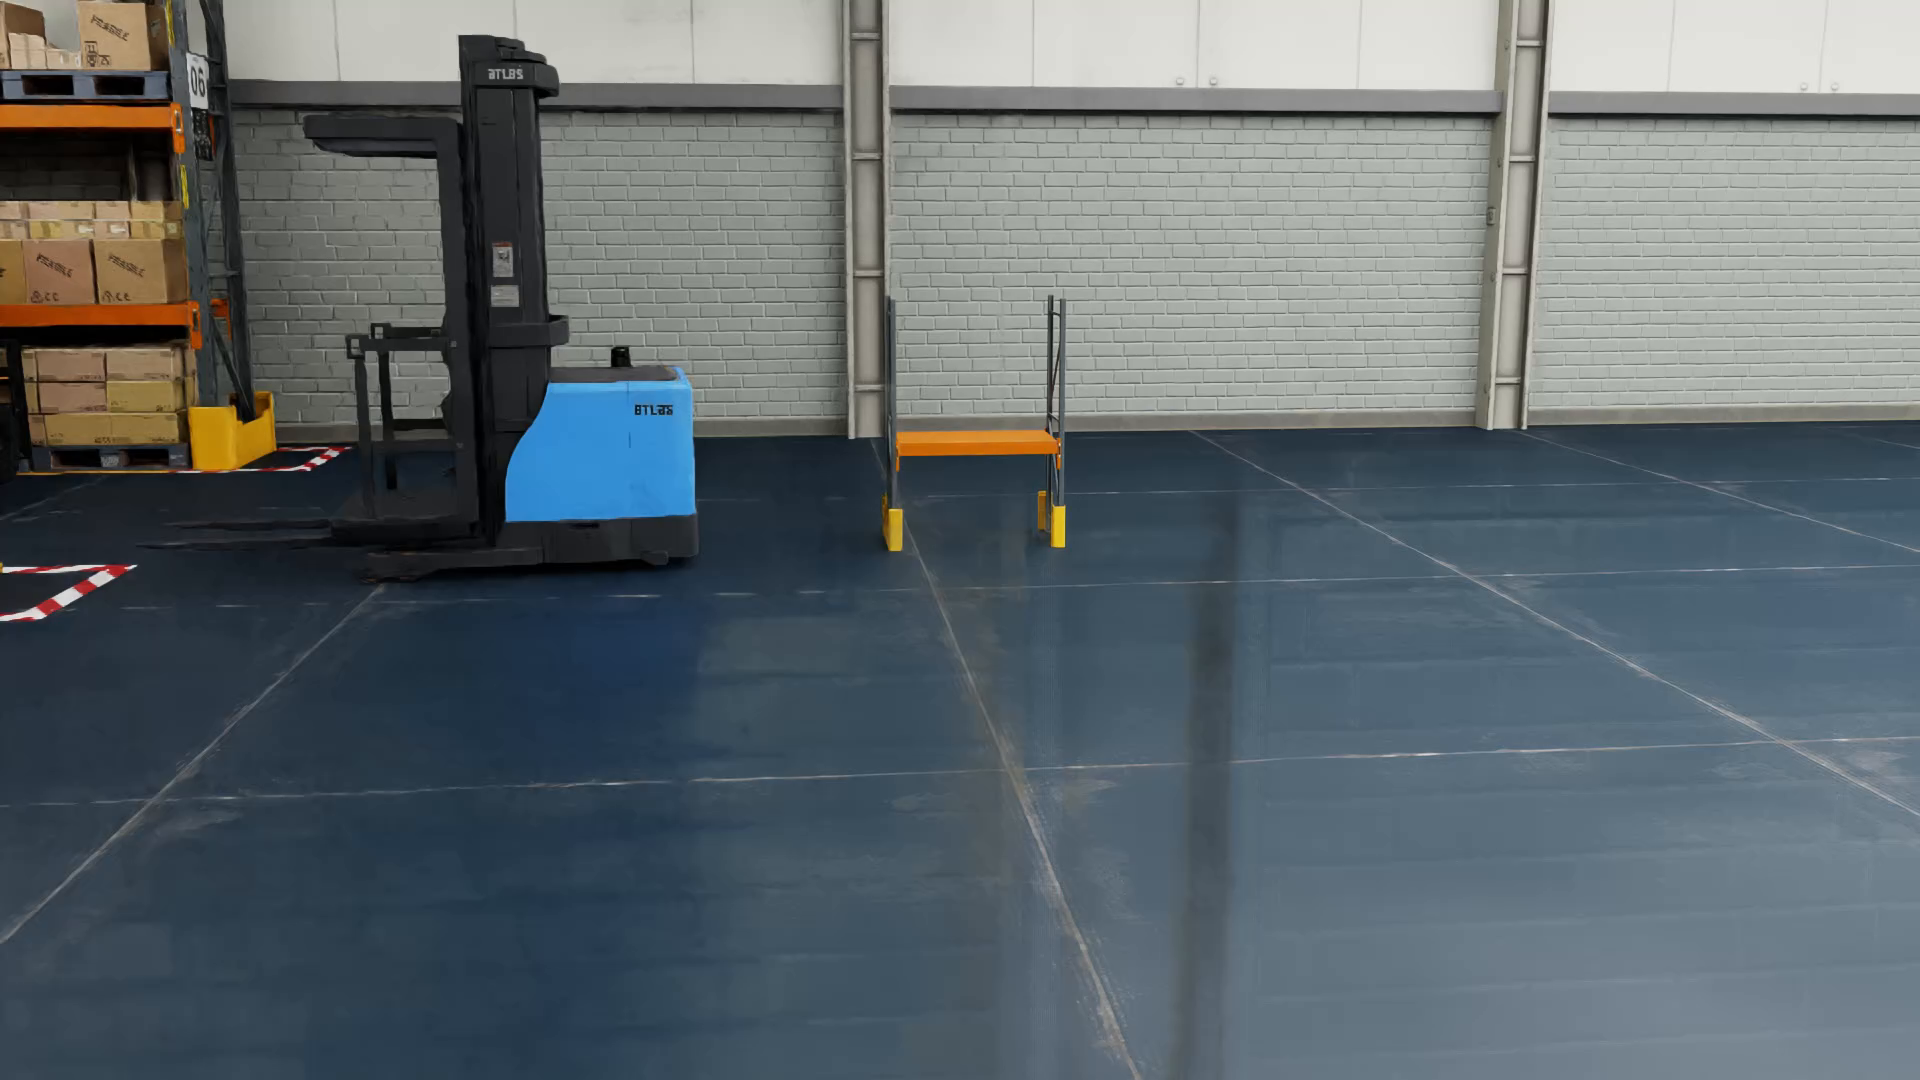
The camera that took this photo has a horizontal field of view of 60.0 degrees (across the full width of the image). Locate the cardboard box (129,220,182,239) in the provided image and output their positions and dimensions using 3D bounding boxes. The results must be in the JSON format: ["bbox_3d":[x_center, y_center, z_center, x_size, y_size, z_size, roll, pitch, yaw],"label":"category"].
[{"bbox_3d":[-6.317,-2.440,13.065,0.250,0.149,0.380,-1,11,-5],"label":"cardboard box"}]

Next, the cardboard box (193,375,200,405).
[{"bbox_3d":[-6.493,-1.266,13.776,0.500,0.250,0.500,-1,11,-5],"label":"cardboard box"}]

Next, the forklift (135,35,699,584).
[{"bbox_3d":[-3.076,-1.310,9.432,3.031,2.935,1.130,-2,11,-12],"label":"forklift"}]

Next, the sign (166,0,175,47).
[{"bbox_3d":[-5.958,-3.897,12.549,0.005,0.325,0.100,-1,11,-6],"label":"sign"}]

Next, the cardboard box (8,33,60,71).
[{"bbox_3d":[-7.046,-3.714,12.710,0.258,0.266,0.396,-1,11,-6],"label":"cardboard box"}]

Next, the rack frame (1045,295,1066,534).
[{"bbox_3d":[0.590,-0.748,10.286,0.032,1.500,0.500,-1,11,-6],"label":"rack frame"}]

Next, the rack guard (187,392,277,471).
[{"bbox_3d":[-5.979,-0.908,13.691,0.348,0.500,1.175,-1,11,-6],"label":"rack guard"}]

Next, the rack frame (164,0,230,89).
[{"bbox_3d":[-6.003,-5.078,12.868,0.127,3.000,1.000,-1,11,-6],"label":"rack frame"}]

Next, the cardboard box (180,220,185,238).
[{"bbox_3d":[-6.368,-2.544,13.592,0.250,0.149,0.380,-1,11,-8],"label":"cardboard box"}]

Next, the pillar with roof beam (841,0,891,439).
[{"bbox_3d":[-0.363,-4.535,10.110,0.400,9.000,9.100,-1,11,-6],"label":"pillar with roof beam"}]

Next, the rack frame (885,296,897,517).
[{"bbox_3d":[-0.421,-0.727,10.179,0.032,1.500,0.500,-1,11,-6],"label":"rack frame"}]

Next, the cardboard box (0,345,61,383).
[{"bbox_3d":[-7.435,-1.388,13.099,0.500,0.250,0.500,-1,11,-5],"label":"cardboard box"}]

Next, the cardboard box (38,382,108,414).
[{"bbox_3d":[-6.953,-1.158,13.224,0.500,0.250,0.500,-1,11,-7],"label":"cardboard box"}]

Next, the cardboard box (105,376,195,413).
[{"bbox_3d":[-6.453,-1.166,13.267,0.500,0.250,0.500,-1,11,-7],"label":"cardboard box"}]

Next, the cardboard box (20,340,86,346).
[{"bbox_3d":[-7.496,-1.488,13.610,0.500,0.250,0.500,-1,11,-6],"label":"cardboard box"}]

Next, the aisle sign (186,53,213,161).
[{"bbox_3d":[-5.906,-3.355,12.917,0.004,0.787,0.394,-1,11,-6],"label":"aisle sign"}]

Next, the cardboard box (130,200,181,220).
[{"bbox_3d":[-6.336,-2.599,13.103,0.250,0.149,0.380,-1,11,-6],"label":"cardboard box"}]

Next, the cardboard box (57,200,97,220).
[{"bbox_3d":[-6.835,-2.578,12.992,0.250,0.149,0.380,-1,11,-5],"label":"cardboard box"}]

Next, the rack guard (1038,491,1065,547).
[{"bbox_3d":[0.571,-0.135,10.405,0.087,0.250,0.587,-1,11,-6],"label":"rack guard"}]

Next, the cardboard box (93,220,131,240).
[{"bbox_3d":[-6.568,-2.429,13.009,0.250,0.149,0.380,-1,11,-5],"label":"cardboard box"}]

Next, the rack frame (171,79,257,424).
[{"bbox_3d":[-6.003,-2.134,13.447,0.127,3.000,1.000,-1,11,-6],"label":"rack frame"}]

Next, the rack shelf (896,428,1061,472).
[{"bbox_3d":[0.085,-0.561,10.267,1.000,0.185,0.538,-1,11,-6],"label":"rack shelf"}]

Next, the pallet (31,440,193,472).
[{"bbox_3d":[-6.759,-0.742,13.594,1.213,0.211,1.003,-1,11,-6],"label":"pallet"}]

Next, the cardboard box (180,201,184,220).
[{"bbox_3d":[-6.360,-2.681,13.519,0.250,0.149,0.380,-1,11,-7],"label":"cardboard box"}]

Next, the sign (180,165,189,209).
[{"bbox_3d":[-5.958,-2.714,12.782,0.005,0.325,0.100,-1,11,-6],"label":"sign"}]

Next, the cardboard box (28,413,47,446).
[{"bbox_3d":[-7.430,-0.903,13.226,0.500,0.250,0.500,-1,11,-5],"label":"cardboard box"}]

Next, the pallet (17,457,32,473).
[{"bbox_3d":[-7.969,-0.717,13.468,1.213,0.211,1.003,-1,11,-6],"label":"pallet"}]

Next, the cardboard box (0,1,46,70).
[{"bbox_3d":[-7.446,-3.852,12.802,0.500,0.500,0.700,-1,11,-6],"label":"cardboard box"}]

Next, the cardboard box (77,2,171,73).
[{"bbox_3d":[-6.417,-3.854,12.813,0.500,0.500,0.500,-1,11,-4],"label":"cardboard box"}]

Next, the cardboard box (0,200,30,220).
[{"bbox_3d":[-7.338,-2.560,12.902,0.250,0.149,0.380,-1,11,-5],"label":"cardboard box"}]

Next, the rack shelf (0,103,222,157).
[{"bbox_3d":[-7.991,-3.211,13.015,4.000,0.370,1.077,-1,11,-6],"label":"rack shelf"}]

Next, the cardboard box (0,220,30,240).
[{"bbox_3d":[-7.341,-2.418,12.951,0.250,0.149,0.380,-2,11,-8],"label":"cardboard box"}]

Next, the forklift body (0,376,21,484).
[{"bbox_3d":[-7.691,-1.328,11.548,1.214,2.155,2.313,-1,11,-6],"label":"forklift body"}]

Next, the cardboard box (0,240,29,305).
[{"bbox_3d":[-7.490,-2.103,13.028,0.500,0.500,0.500,-1,11,-7],"label":"cardboard box"}]

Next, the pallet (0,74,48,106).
[{"bbox_3d":[-7.924,-3.527,12.984,1.213,0.211,1.003,-1,11,-6],"label":"pallet"}]

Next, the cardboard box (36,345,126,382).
[{"bbox_3d":[-6.934,-1.400,13.162,0.500,0.250,0.500,-1,11,-5],"label":"cardboard box"}]

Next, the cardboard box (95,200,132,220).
[{"bbox_3d":[-6.578,-2.588,13.046,0.250,0.149,0.380,-1,11,-6],"label":"cardboard box"}]

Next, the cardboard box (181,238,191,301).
[{"bbox_3d":[-6.525,-2.226,13.656,0.500,0.500,0.500,-1,11,-4],"label":"cardboard box"}]

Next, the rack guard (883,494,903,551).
[{"bbox_3d":[-0.419,-0.114,10.299,0.087,0.250,0.587,-1,11,-6],"label":"rack guard"}]

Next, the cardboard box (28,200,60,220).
[{"bbox_3d":[-7.091,-2.587,13.038,0.250,0.149,0.380,-1,11,-6],"label":"cardboard box"}]

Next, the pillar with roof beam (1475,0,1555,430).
[{"bbox_3d":[5.602,-4.660,10.746,0.400,9.000,9.100,-1,11,-6],"label":"pillar with roof beam"}]

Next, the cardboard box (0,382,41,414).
[{"bbox_3d":[-7.464,-1.143,13.149,0.500,0.250,0.500,-1,11,-7],"label":"cardboard box"}]

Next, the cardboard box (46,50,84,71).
[{"bbox_3d":[-6.794,-3.662,12.748,0.250,0.149,0.380,-2,11,-8],"label":"cardboard box"}]

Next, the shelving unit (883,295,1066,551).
[{"bbox_3d":[0.076,-0.738,10.231,1.083,1.500,0.587,-1,11,-6],"label":"shelving unit"}]

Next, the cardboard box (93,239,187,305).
[{"bbox_3d":[-6.464,-2.122,13.129,0.500,0.500,0.500,-1,11,-7],"label":"cardboard box"}]

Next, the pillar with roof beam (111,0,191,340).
[{"bbox_3d":[-6.327,-4.410,9.474,0.400,9.000,9.100,-1,11,-6],"label":"pillar with roof beam"}]

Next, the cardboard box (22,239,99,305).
[{"bbox_3d":[-6.981,-2.113,13.083,0.500,0.500,0.500,-1,11,-4],"label":"cardboard box"}]

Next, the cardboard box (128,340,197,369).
[{"bbox_3d":[-6.501,-1.508,13.709,0.500,0.250,0.500,-1,11,-7],"label":"cardboard box"}]

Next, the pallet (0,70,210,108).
[{"bbox_3d":[-6.709,-3.553,13.117,1.213,0.211,1.003,-1,11,-6],"label":"pallet"}]

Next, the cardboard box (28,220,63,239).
[{"bbox_3d":[-7.080,-2.433,13.026,0.250,0.149,0.380,-1,11,-6],"label":"cardboard box"}]

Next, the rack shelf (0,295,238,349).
[{"bbox_3d":[-7.991,-1.739,13.304,4.000,0.370,1.077,-1,11,-6],"label":"rack shelf"}]

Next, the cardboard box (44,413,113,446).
[{"bbox_3d":[-6.931,-0.912,13.270,0.500,0.250,0.500,-1,11,-6],"label":"cardboard box"}]

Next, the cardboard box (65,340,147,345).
[{"bbox_3d":[-6.997,-1.497,13.653,0.500,0.250,0.500,-1,11,-6],"label":"cardboard box"}]

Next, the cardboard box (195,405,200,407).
[{"bbox_3d":[-6.512,-1.018,13.810,0.500,0.250,0.500,-1,11,-6],"label":"cardboard box"}]

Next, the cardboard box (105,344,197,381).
[{"bbox_3d":[-6.427,-1.412,13.222,0.500,0.250,0.500,-1,11,-4],"label":"cardboard box"}]

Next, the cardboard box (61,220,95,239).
[{"bbox_3d":[-6.833,-2.436,13.041,0.250,0.149,0.380,-1,11,-5],"label":"cardboard box"}]

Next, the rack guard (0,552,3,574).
[{"bbox_3d":[-5.539,0.046,8.838,0.348,0.500,1.175,-1,11,-6],"label":"rack guard"}]

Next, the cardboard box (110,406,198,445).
[{"bbox_3d":[-6.436,-0.921,13.314,0.500,0.250,0.500,-1,11,-6],"label":"cardboard box"}]
